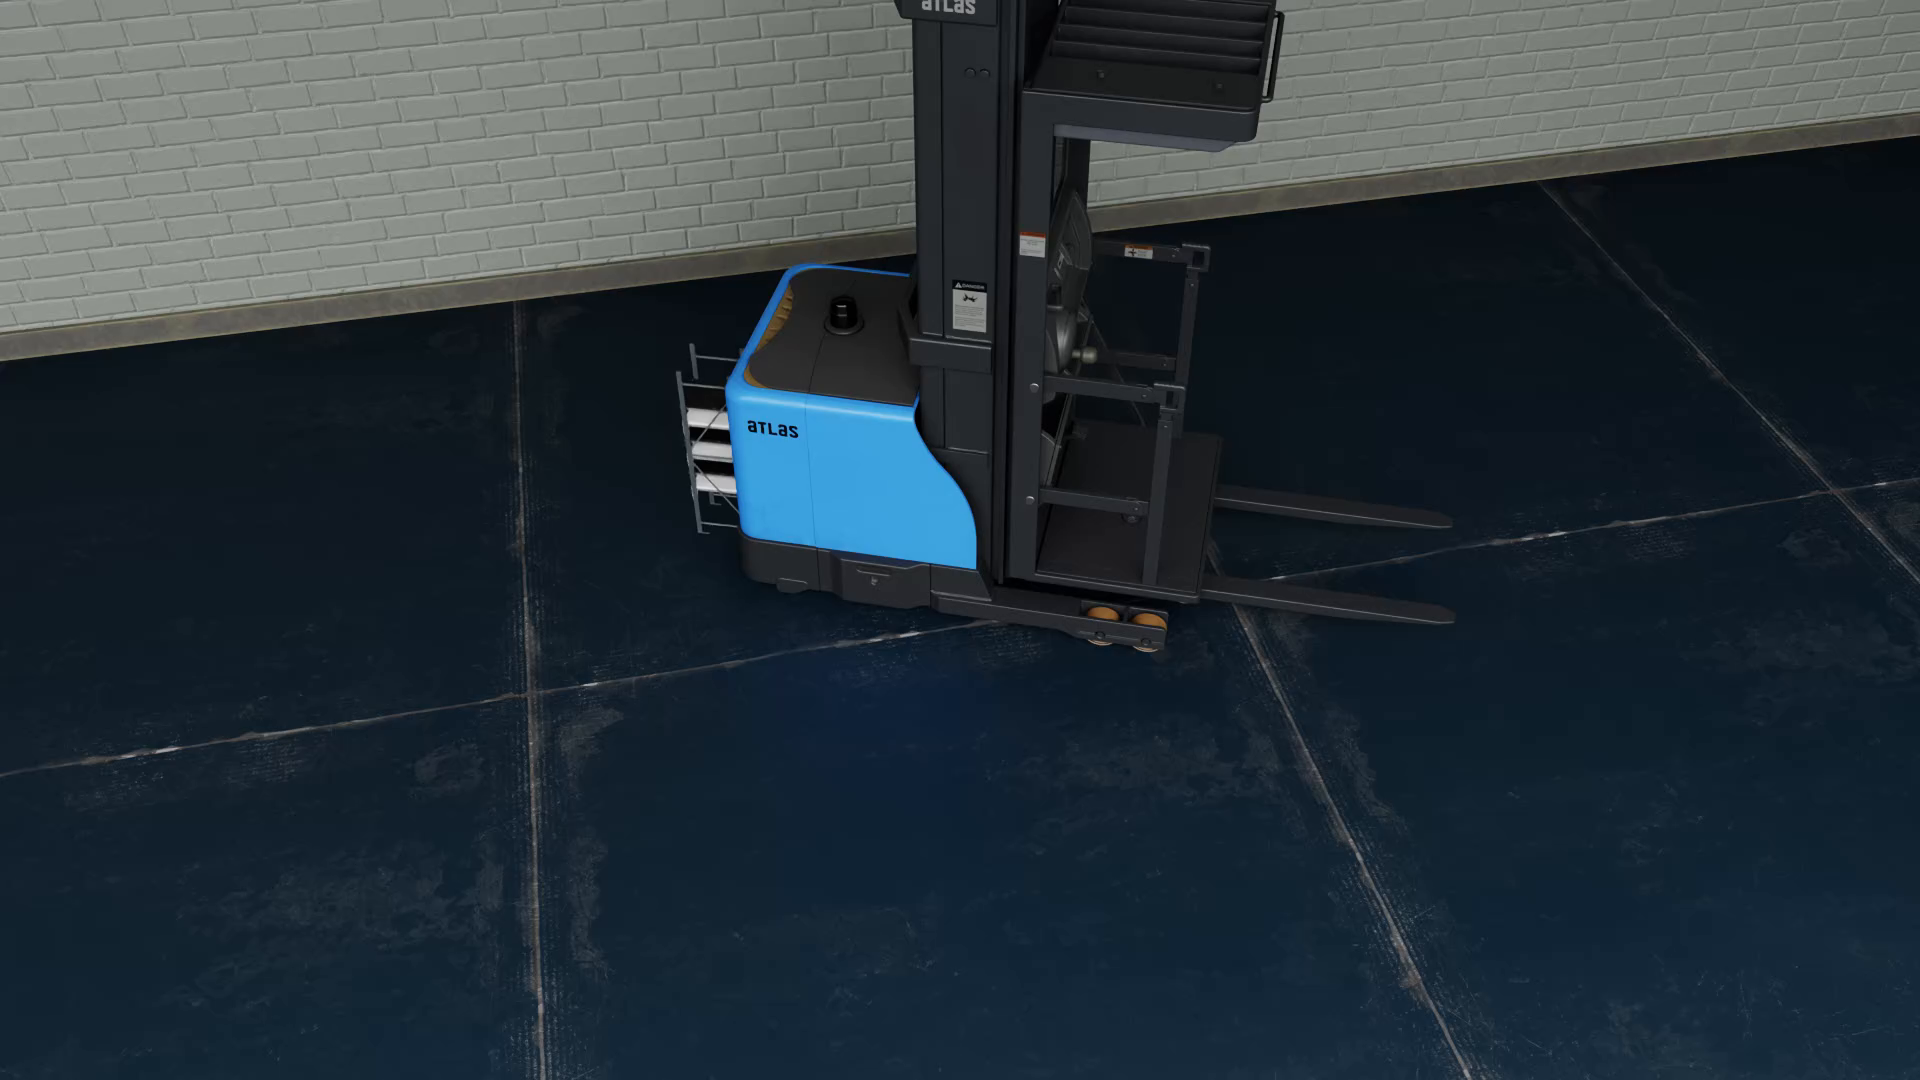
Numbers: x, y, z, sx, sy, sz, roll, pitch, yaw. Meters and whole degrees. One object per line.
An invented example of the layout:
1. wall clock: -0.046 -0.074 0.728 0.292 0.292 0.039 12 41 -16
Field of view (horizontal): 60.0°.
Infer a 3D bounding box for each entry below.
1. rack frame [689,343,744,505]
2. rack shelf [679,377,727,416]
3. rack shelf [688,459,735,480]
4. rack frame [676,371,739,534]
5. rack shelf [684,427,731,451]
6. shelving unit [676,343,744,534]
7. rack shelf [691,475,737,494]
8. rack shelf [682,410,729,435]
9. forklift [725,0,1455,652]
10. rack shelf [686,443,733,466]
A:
1. rack frame: -1.040 -0.491 7.407 0.240 0.900 0.006 6 42 7
2. rack shelf: -1.057 -0.601 7.175 0.258 0.077 0.200 6 42 7
3. rack shelf: -1.057 -0.333 7.414 0.258 0.077 0.200 6 42 7
4. rack frame: -1.073 -0.358 7.257 0.240 0.900 0.006 6 42 7
5. rack shelf: -1.057 -0.467 7.294 0.258 0.077 0.200 6 42 7
6. shelving unit: -1.057 -0.425 7.332 0.258 0.900 0.210 6 42 7
7. rack shelf: -1.057 -0.265 7.474 0.258 0.077 0.200 6 42 7
8. rack shelf: -1.057 -0.534 7.235 0.258 0.077 0.200 6 42 7
9. forklift: 0.614 -1.012 6.464 3.031 2.935 1.130 8 42 9
10. rack shelf: -1.057 -0.400 7.354 0.258 0.077 0.200 6 42 7
